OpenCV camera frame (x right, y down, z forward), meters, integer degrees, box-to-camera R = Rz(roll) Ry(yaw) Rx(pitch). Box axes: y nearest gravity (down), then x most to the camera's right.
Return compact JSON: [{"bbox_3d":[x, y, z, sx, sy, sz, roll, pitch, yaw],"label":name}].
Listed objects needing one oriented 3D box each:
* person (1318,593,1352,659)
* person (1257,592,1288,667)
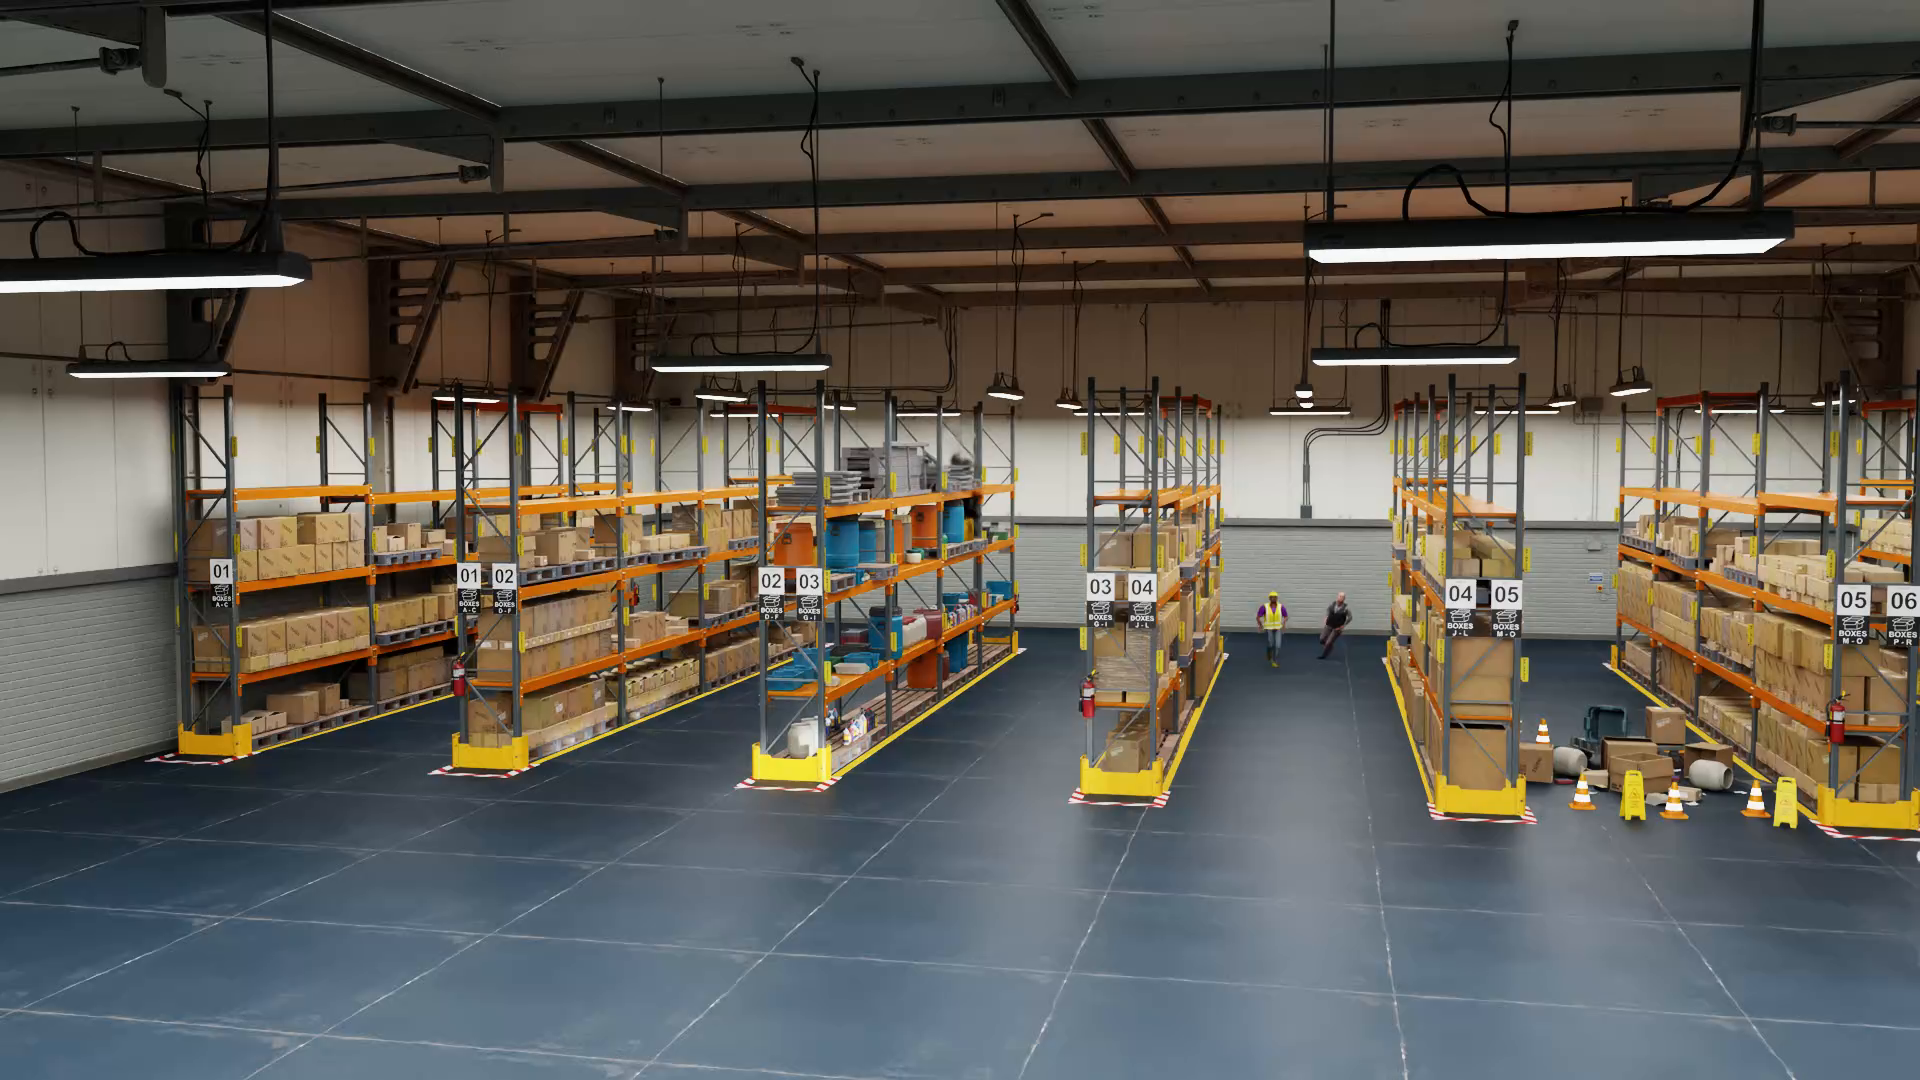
[{"bbox_3d":[8.788,2.024,39.075,0.792,1.596,0.525,3,4,44],"label":"person"},{"bbox_3d":[7.138,2.032,37.924,0.714,1.718,0.601,0,3,2],"label":"person"}]
